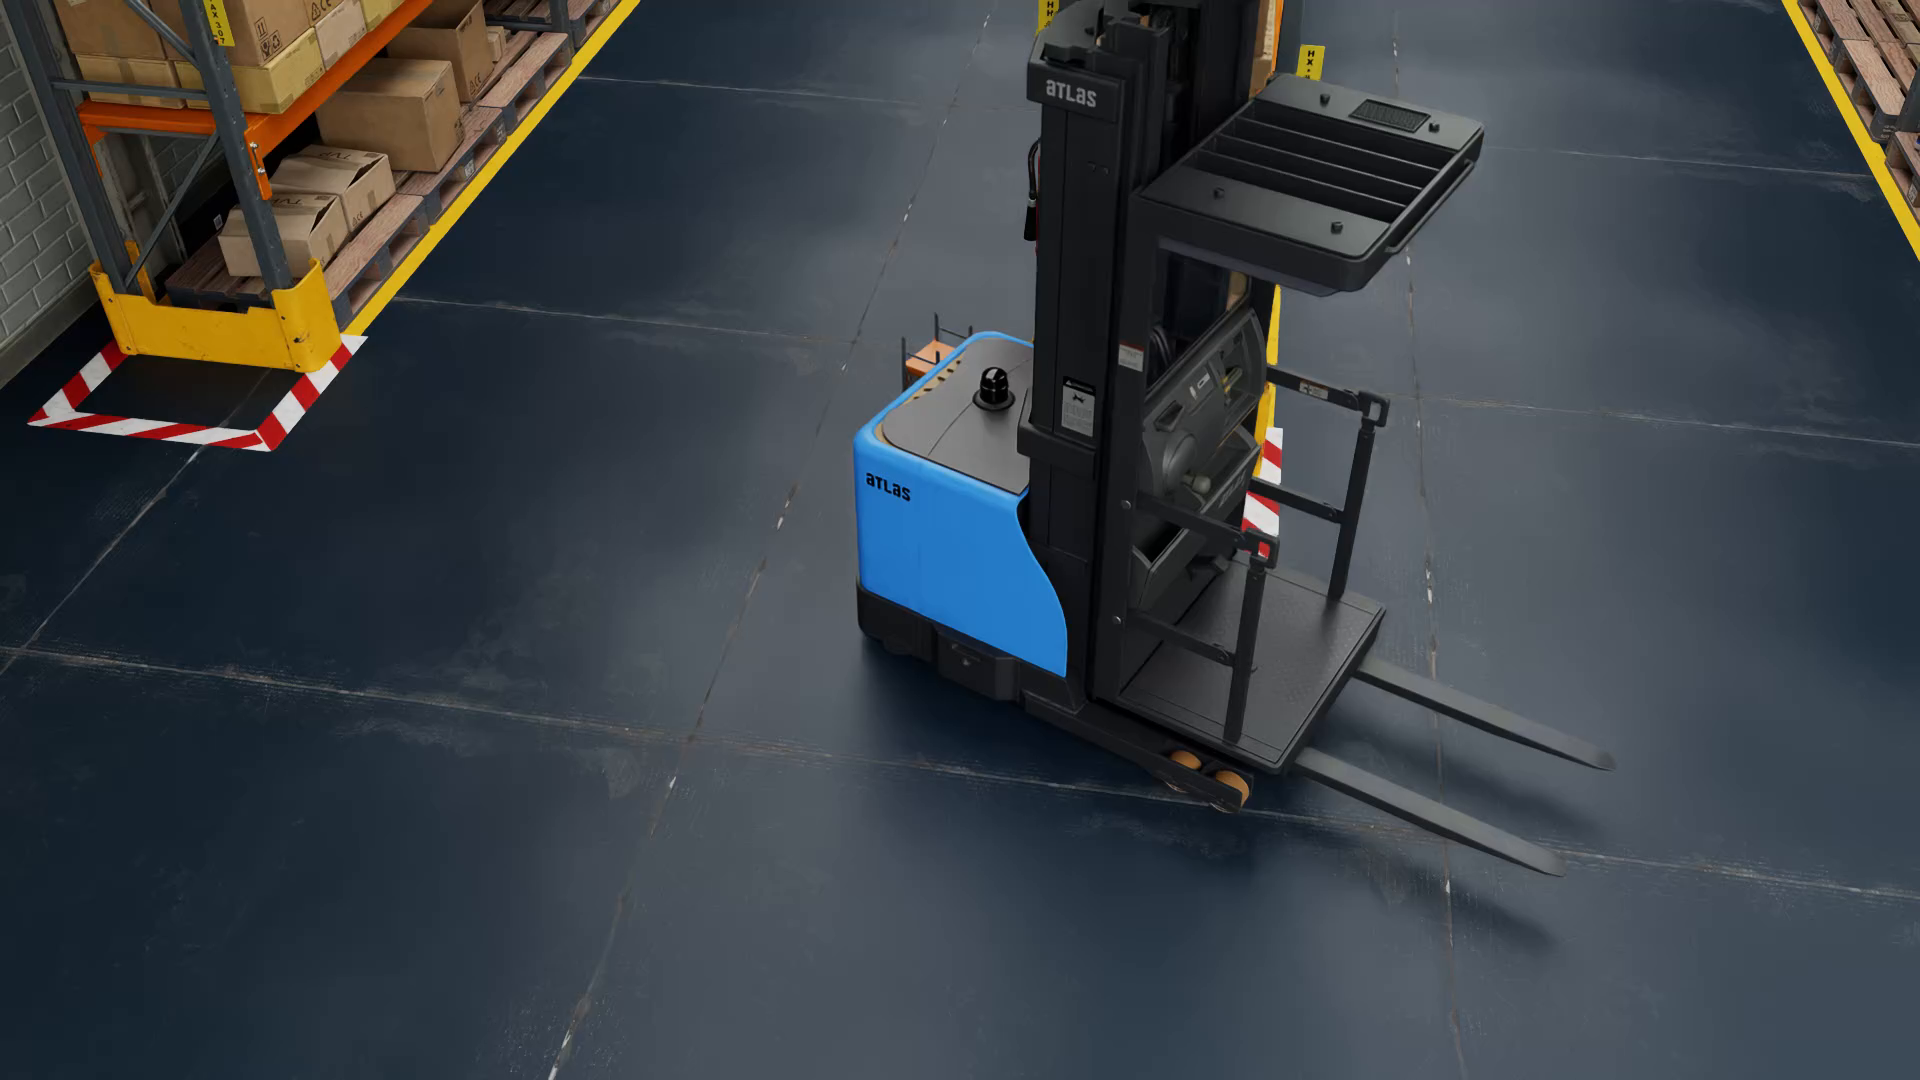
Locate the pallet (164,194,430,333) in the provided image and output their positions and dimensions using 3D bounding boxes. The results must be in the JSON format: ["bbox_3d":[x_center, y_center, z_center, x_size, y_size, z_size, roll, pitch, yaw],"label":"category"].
[{"bbox_3d":[-3.779,-1.640,9.568,1.003,0.211,1.213,6,40,8],"label":"pallet"}]

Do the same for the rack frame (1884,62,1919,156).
[{"bbox_3d":[6.482,-3.579,9.725,1.000,3.000,0.127,6,40,8],"label":"rack frame"}]

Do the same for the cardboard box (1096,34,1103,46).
[{"bbox_3d":[0.790,-2.167,7.429,0.380,0.149,0.250,6,40,7],"label":"cardboard box"}]

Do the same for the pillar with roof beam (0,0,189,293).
[{"bbox_3d":[-0.458,-4.533,6.171,9.100,9.000,0.400,6,40,8],"label":"pillar with roof beam"}]

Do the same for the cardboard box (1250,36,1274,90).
[{"bbox_3d":[1.192,-2.128,7.383,0.380,0.149,0.250,6,40,7],"label":"cardboard box"}]

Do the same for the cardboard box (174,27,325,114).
[{"bbox_3d":[-3.570,-2.382,8.380,0.500,0.250,0.500,5,40,6],"label":"cardboard box"}]

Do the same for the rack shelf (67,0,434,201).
[{"bbox_3d":[-3.621,-3.139,9.757,1.077,0.370,4.000,6,40,8],"label":"rack shelf"}]

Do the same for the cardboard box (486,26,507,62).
[{"bbox_3d":[-3.338,-3.410,11.399,0.380,0.166,0.250,2,40,2],"label":"cardboard box"}]

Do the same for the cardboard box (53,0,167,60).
[{"bbox_3d":[-4.095,-2.720,8.199,0.500,0.500,0.500,6,40,7],"label":"cardboard box"}]

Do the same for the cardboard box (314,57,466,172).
[{"bbox_3d":[-3.484,-2.604,10.163,0.700,0.500,0.500,4,40,5],"label":"cardboard box"}]

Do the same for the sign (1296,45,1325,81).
[{"bbox_3d":[1.458,-1.917,6.973,0.100,0.325,0.005,6,40,8],"label":"sign"}]

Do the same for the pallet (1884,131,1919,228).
[{"bbox_3d":[6.325,-2.088,10.109,1.003,0.211,1.213,6,40,8],"label":"pallet"}]

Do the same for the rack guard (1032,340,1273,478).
[{"bbox_3d":[0.908,-0.639,8.131,1.175,0.500,0.348,6,40,8],"label":"rack guard"}]

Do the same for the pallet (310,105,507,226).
[{"bbox_3d":[-3.566,-2.404,10.492,1.003,0.211,1.213,6,40,8],"label":"pallet"}]

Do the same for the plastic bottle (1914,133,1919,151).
[{"bbox_3d":[5.995,-2.546,10.271,0.097,0.271,0.097,0,40,0],"label":"plastic bottle"}]

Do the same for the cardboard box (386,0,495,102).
[{"bbox_3d":[-3.416,-3.222,10.910,0.500,0.500,0.500,4,40,4],"label":"cardboard box"}]

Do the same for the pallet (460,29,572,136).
[{"bbox_3d":[-3.357,-3.172,11.420,1.003,0.211,1.213,6,40,8],"label":"pallet"}]

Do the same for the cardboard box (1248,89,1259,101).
[{"bbox_3d":[1.005,-1.948,7.673,0.700,0.500,0.500,6,40,8],"label":"cardboard box"}]

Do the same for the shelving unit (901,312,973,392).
[{"bbox_3d":[-0.098,-0.495,7.525,0.215,1.050,0.252,24,45,26],"label":"shelving unit"}]

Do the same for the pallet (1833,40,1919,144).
[{"bbox_3d":[6.580,-3.002,11.215,1.003,0.211,1.213,6,40,8],"label":"pallet"}]

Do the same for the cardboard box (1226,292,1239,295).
[{"bbox_3d":[1.307,-1.346,8.852,0.500,0.250,0.500,6,40,8],"label":"cardboard box"}]

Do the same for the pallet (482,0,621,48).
[{"bbox_3d":[-3.142,-4.086,12.526,1.003,0.211,1.213,6,40,8],"label":"pallet"}]

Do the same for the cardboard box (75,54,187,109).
[{"bbox_3d":[-4.078,-2.426,8.432,0.500,0.250,0.500,7,40,8],"label":"cardboard box"}]

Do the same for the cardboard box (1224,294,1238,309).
[{"bbox_3d":[1.224,-1.032,8.472,0.500,0.250,0.500,6,40,8],"label":"cardboard box"}]

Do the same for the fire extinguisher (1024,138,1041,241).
[{"bbox_3d":[0.434,-1.565,7.349,0.296,0.674,0.183,6,40,8],"label":"fire extinguisher"}]

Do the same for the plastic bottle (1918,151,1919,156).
[{"bbox_3d":[5.978,-2.455,10.216,0.097,0.201,0.097,0,40,0],"label":"plastic bottle"}]

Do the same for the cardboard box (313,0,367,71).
[{"bbox_3d":[-3.495,-2.710,8.776,0.500,0.250,0.500,5,40,6],"label":"cardboard box"}]

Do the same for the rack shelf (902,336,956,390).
[{"bbox_3d":[-0.098,-0.706,7.351,0.215,0.259,0.240,24,45,26],"label":"rack shelf"}]

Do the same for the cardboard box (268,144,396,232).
[{"bbox_3d":[-3.661,-2.077,9.673,0.500,0.311,0.500,10,41,11],"label":"cardboard box"}]

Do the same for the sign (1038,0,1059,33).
[{"bbox_3d":[0.380,-2.224,6.991,0.100,0.325,0.005,6,40,8],"label":"sign"}]

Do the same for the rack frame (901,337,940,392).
[{"bbox_3d":[-0.169,-0.432,7.448,0.200,1.050,0.008,24,45,26],"label":"rack frame"}]

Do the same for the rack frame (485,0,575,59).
[{"bbox_3d":[-3.275,-4.672,11.046,1.000,3.000,0.127,6,40,8],"label":"rack frame"}]

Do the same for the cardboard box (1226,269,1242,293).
[{"bbox_3d":[1.309,-1.635,8.613,0.500,0.500,0.500,6,40,8],"label":"cardboard box"}]

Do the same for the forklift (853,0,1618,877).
[{"bbox_3d":[1.073,-0.458,6.004,3.031,2.935,1.130,22,45,25],"label":"forklift"}]

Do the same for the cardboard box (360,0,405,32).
[{"bbox_3d":[-3.401,-3.029,9.162,0.500,0.250,0.500,6,40,7],"label":"cardboard box"}]

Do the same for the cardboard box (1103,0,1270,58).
[{"bbox_3d":[1.015,-2.481,7.300,0.700,0.500,0.500,7,40,8],"label":"cardboard box"}]

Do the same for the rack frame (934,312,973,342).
[{"bbox_3d":[-0.028,-0.559,7.602,0.200,1.050,0.008,24,45,26],"label":"rack frame"}]

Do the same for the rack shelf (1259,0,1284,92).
[{"bbox_3d":[1.258,-2.595,9.100,1.077,0.370,4.000,6,40,8],"label":"rack shelf"}]

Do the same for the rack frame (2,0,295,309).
[{"bbox_3d":[-3.968,-2.161,8.010,1.000,3.000,0.127,6,40,8],"label":"rack frame"}]

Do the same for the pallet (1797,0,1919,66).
[{"bbox_3d":[6.789,-3.770,12.144,1.003,0.211,1.213,6,40,8],"label":"pallet"}]

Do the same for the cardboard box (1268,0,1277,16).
[{"bbox_3d":[1.280,-2.451,7.773,0.380,0.149,0.250,7,40,8],"label":"cardboard box"}]

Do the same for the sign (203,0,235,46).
[{"bbox_3d":[-3.433,-2.435,7.662,0.100,0.325,0.005,6,40,8],"label":"sign"}]

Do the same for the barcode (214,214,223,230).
[{"bbox_3d":[-4.150,-1.778,9.304,0.001,0.075,0.075,6,40,8],"label":"barcode"}]

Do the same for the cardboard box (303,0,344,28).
[{"bbox_3d":[-3.494,-2.976,8.509,0.500,0.500,0.500,7,40,8],"label":"cardboard box"}]

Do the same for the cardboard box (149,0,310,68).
[{"bbox_3d":[-3.589,-2.667,8.135,0.500,0.500,0.500,6,40,8],"label":"cardboard box"}]

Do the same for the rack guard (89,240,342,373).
[{"bbox_3d":[-3.954,-1.246,8.864,1.175,0.500,0.348,6,40,8],"label":"rack guard"}]

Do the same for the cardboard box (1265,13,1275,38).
[{"bbox_3d":[1.235,-2.294,7.584,0.380,0.149,0.250,5,40,7],"label":"cardboard box"}]

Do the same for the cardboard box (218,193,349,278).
[{"bbox_3d":[-3.759,-1.719,9.240,0.500,0.311,0.500,2,40,3],"label":"cardboard box"}]

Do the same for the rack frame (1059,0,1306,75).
[{"bbox_3d":[0.912,-1.617,7.352,1.000,3.000,0.127,6,40,8],"label":"rack frame"}]
